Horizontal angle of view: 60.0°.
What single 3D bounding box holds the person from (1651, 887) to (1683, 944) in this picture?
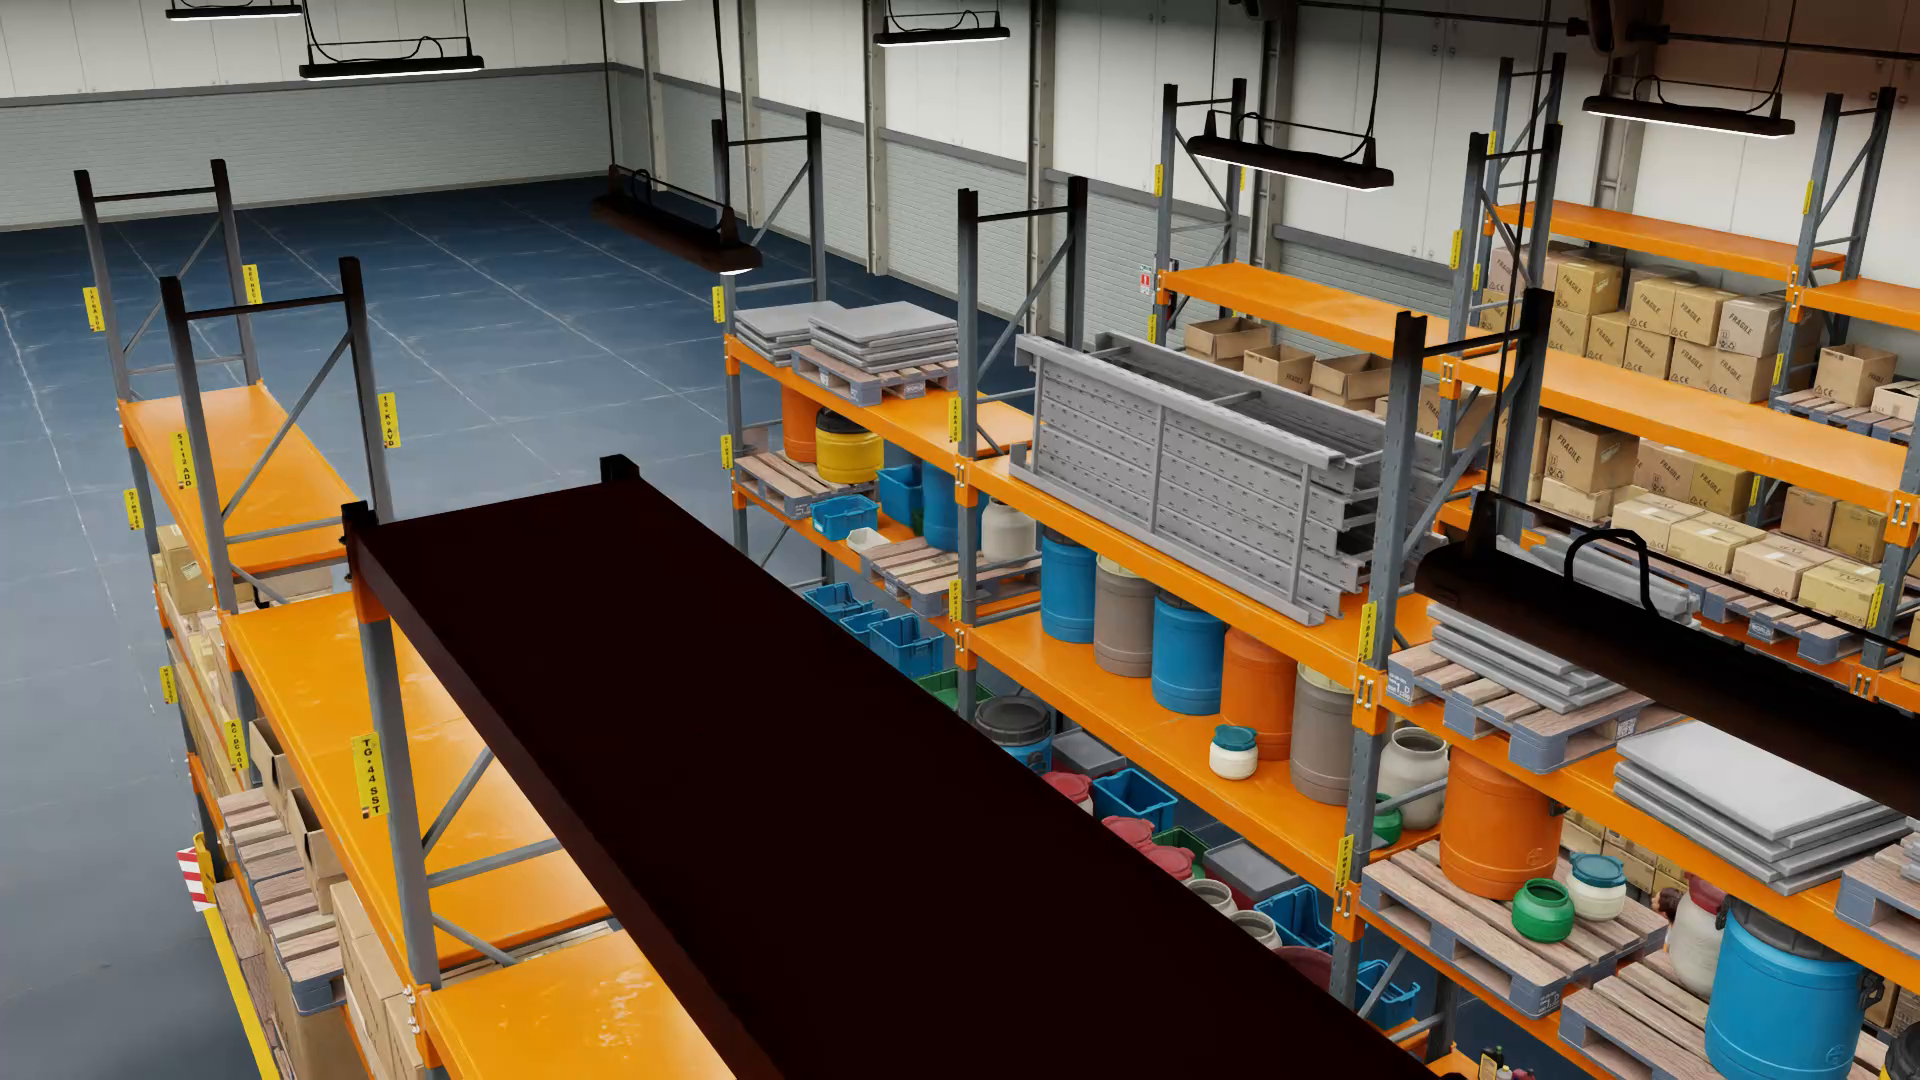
[{"bbox_3d":[4.784,3.082,11.515,0.466,1.611,1.082,-15,26,-33],"label":"person"}]
